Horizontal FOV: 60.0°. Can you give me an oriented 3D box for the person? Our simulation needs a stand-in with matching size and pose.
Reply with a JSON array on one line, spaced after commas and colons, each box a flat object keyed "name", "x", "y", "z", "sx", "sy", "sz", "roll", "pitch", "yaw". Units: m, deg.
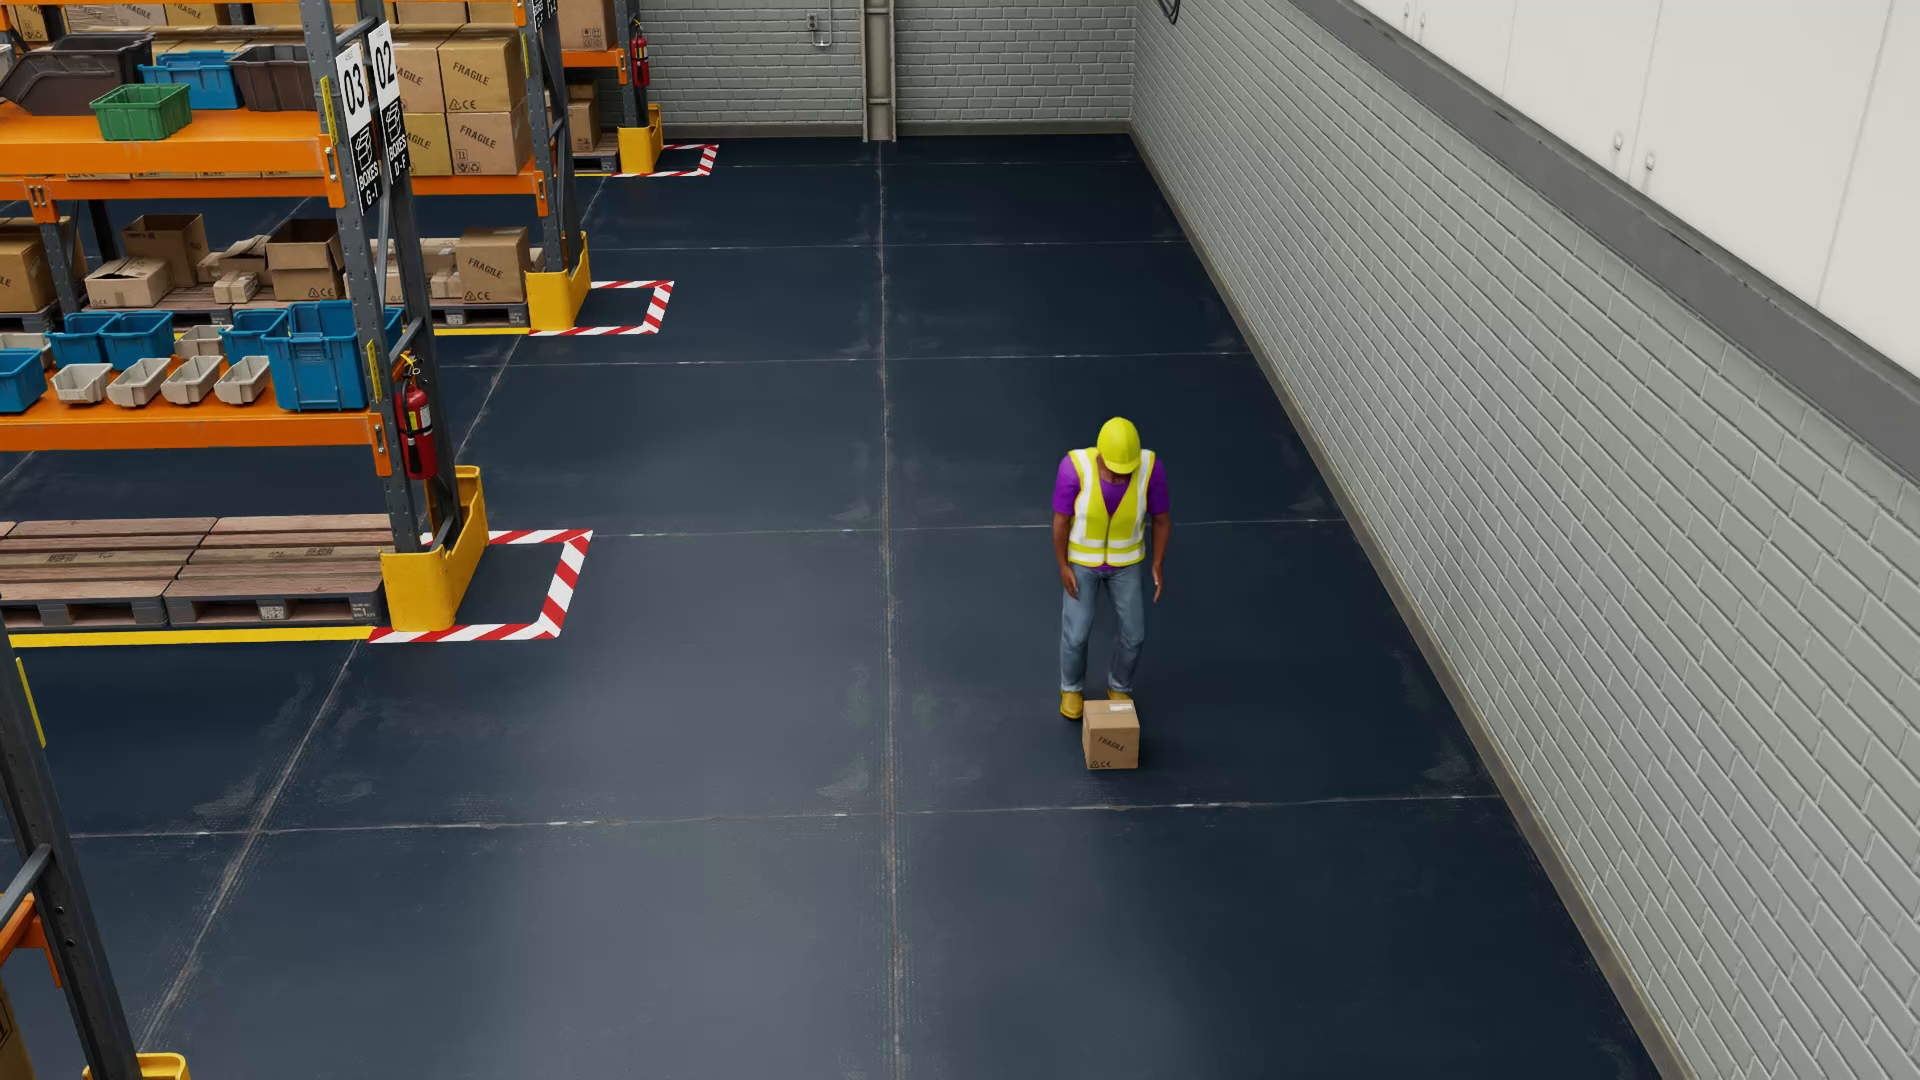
[{"name": "person", "x": 0.758, "y": 0.126, "z": 8.430, "sx": 0.599, "sy": 1.695, "sz": 0.491, "roll": -1, "pitch": 27, "yaw": -1}]
